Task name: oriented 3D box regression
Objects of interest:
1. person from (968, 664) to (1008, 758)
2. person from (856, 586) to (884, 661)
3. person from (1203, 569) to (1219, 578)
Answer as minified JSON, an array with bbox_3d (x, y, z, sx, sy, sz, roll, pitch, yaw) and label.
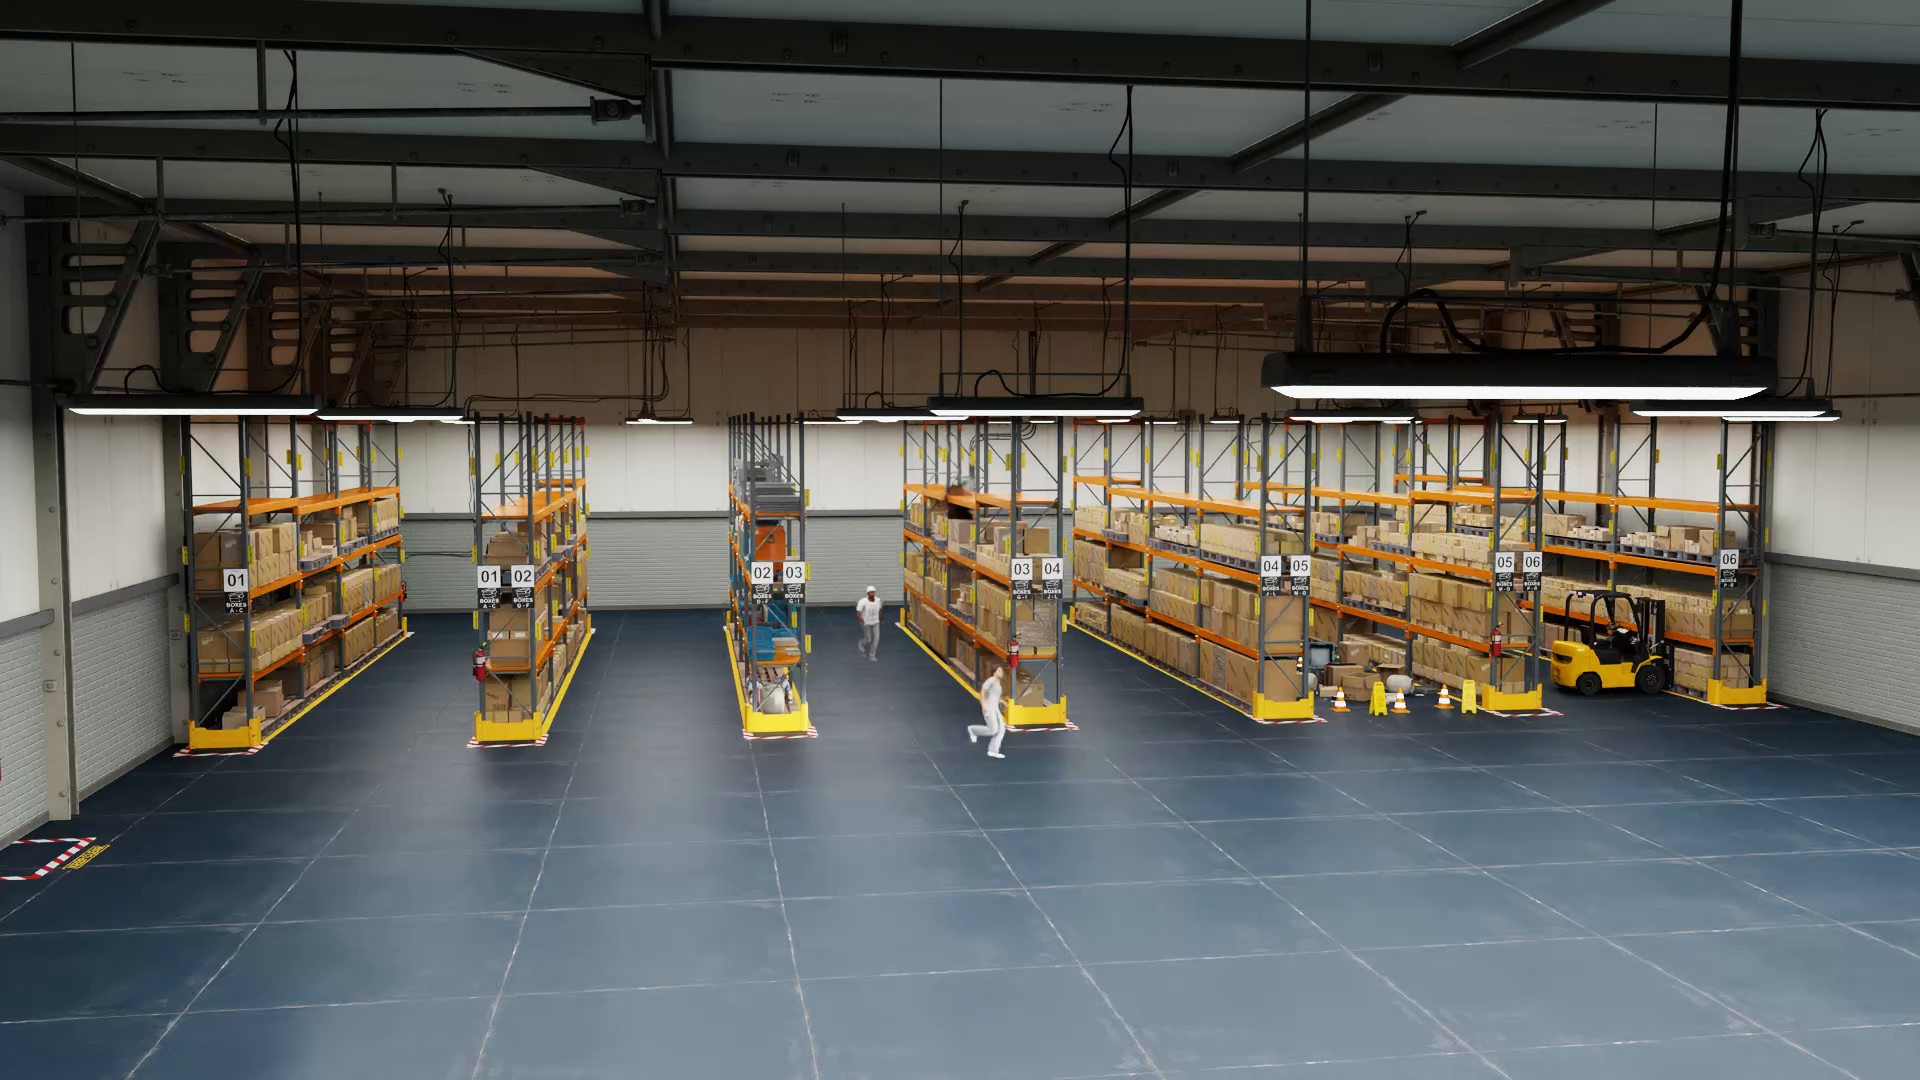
[{"bbox_3d":[0.482,2.966,28.959,0.684,1.629,0.589,2,4,24],"label":"person"},{"bbox_3d":[-2.111,1.938,38.811,0.688,1.741,0.740,-2,4,-27],"label":"person"},{"bbox_3d":[7.550,1.456,50.295,0.857,1.719,0.562,-1,4,-9],"label":"person"}]
